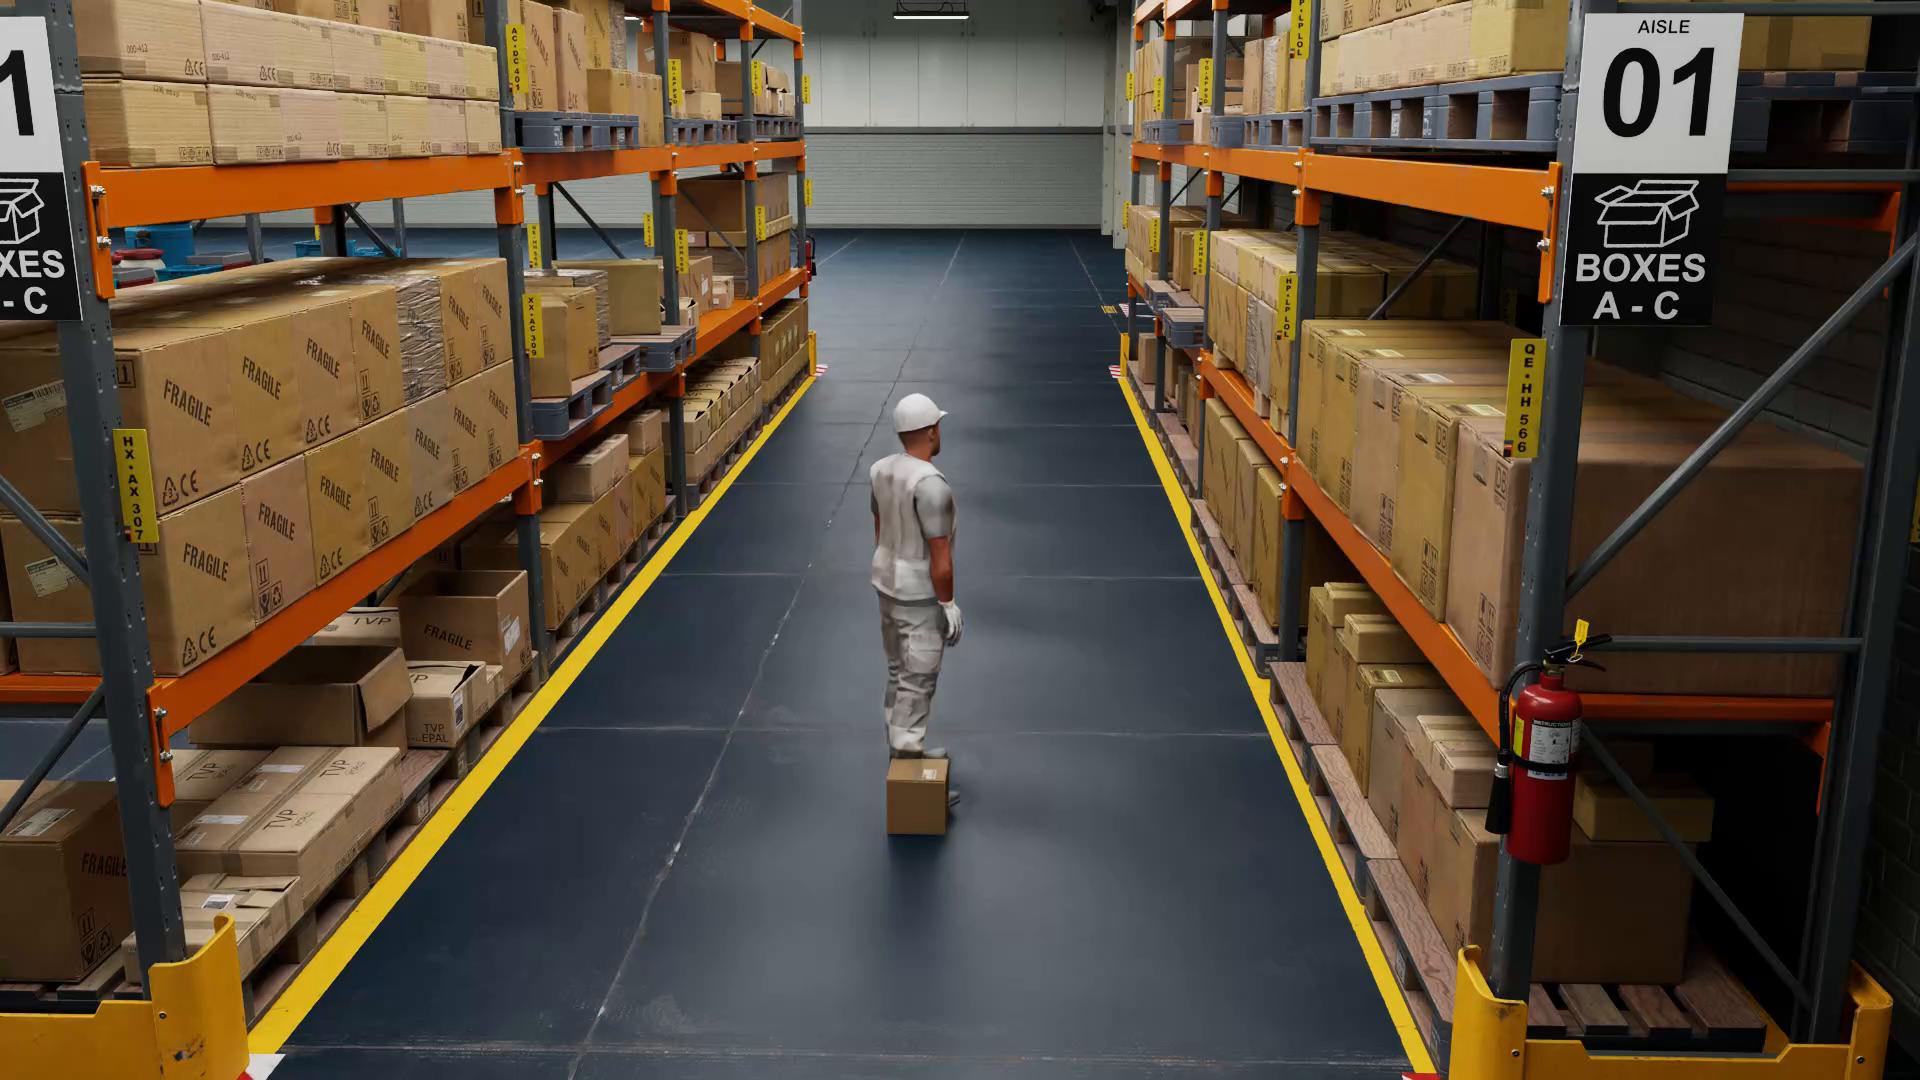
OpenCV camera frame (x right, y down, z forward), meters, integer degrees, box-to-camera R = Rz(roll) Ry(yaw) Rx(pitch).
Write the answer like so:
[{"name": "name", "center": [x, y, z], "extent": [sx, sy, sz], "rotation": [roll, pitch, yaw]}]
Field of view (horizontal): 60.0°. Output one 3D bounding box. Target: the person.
[{"name": "person", "center": [-0.175, 0.242, 7.329], "extent": [0.449, 1.791, 0.613], "rotation": [-8, 16, -29]}]
